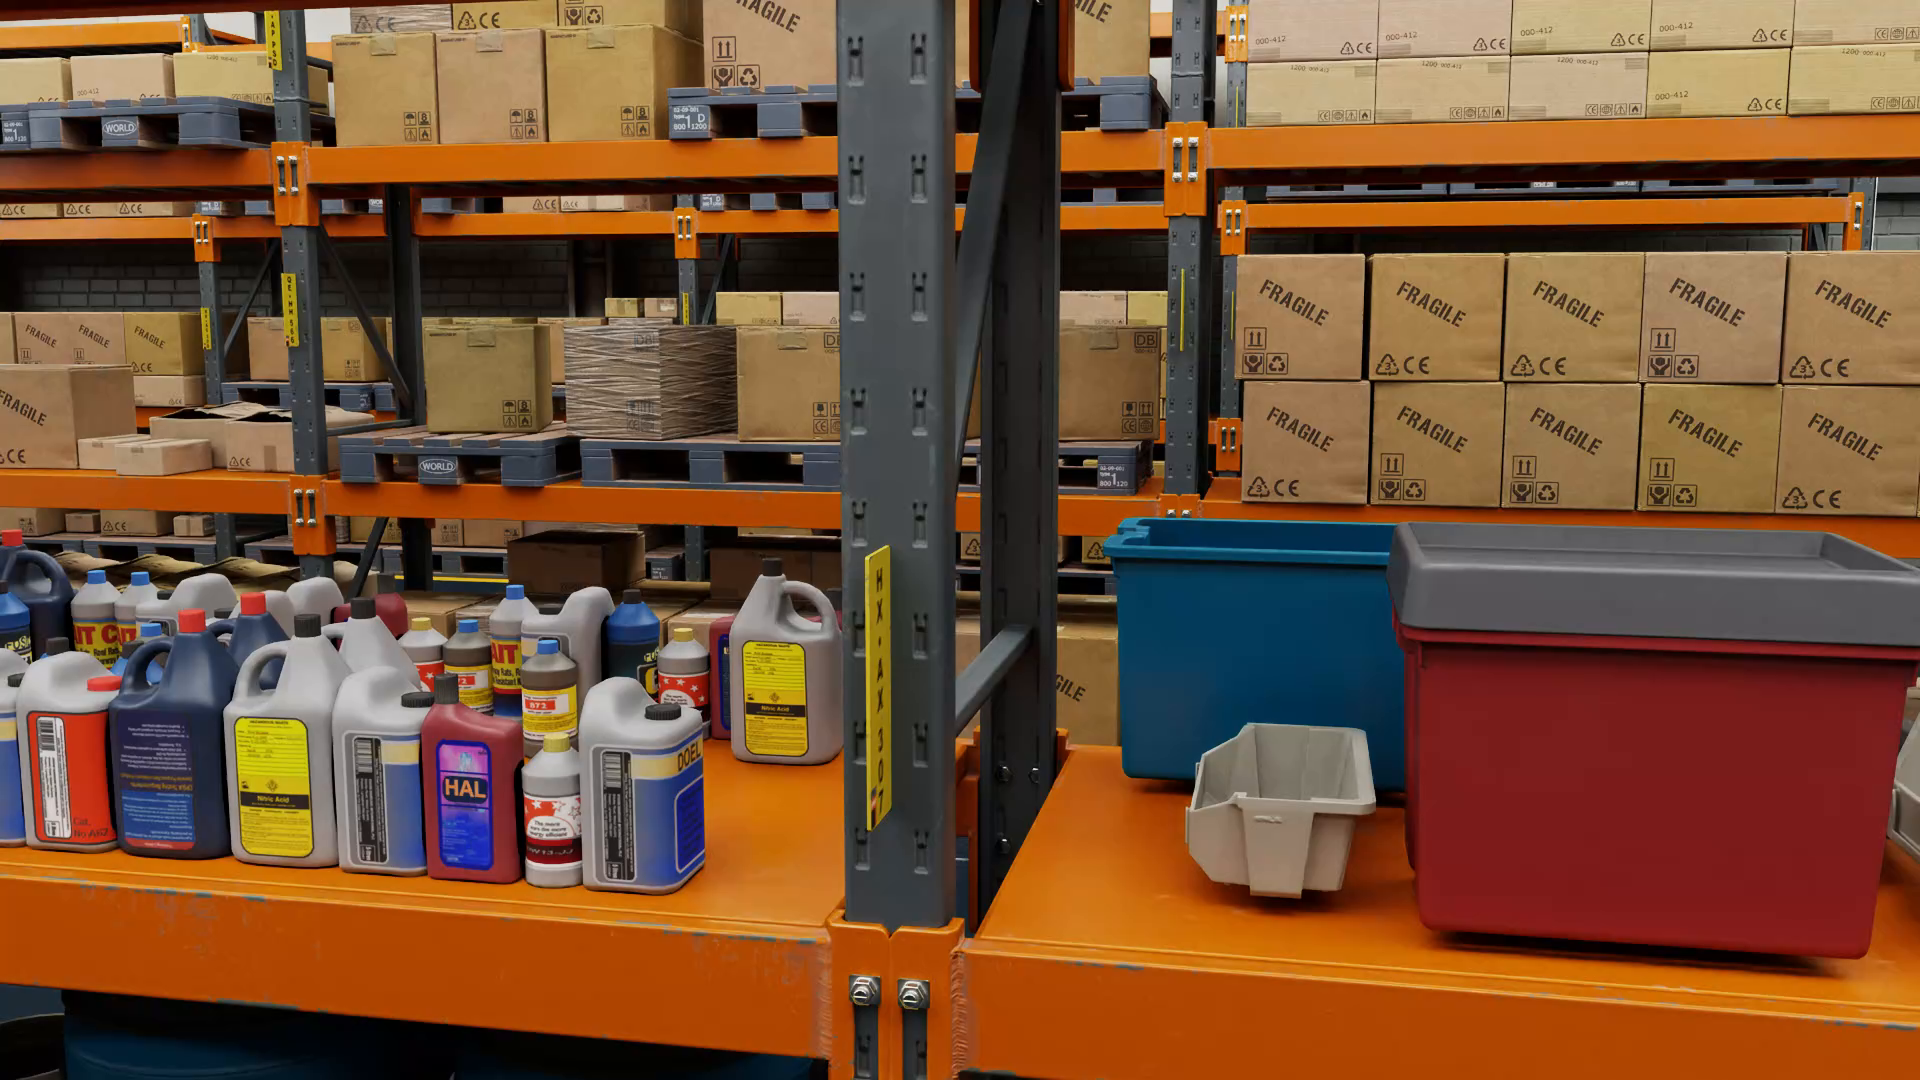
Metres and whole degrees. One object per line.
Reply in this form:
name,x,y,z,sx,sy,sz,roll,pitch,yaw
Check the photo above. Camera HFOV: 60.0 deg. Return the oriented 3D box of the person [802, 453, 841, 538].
person,-0.673,-0.063,9.772,0.574,1.617,0.508,2,8,12
